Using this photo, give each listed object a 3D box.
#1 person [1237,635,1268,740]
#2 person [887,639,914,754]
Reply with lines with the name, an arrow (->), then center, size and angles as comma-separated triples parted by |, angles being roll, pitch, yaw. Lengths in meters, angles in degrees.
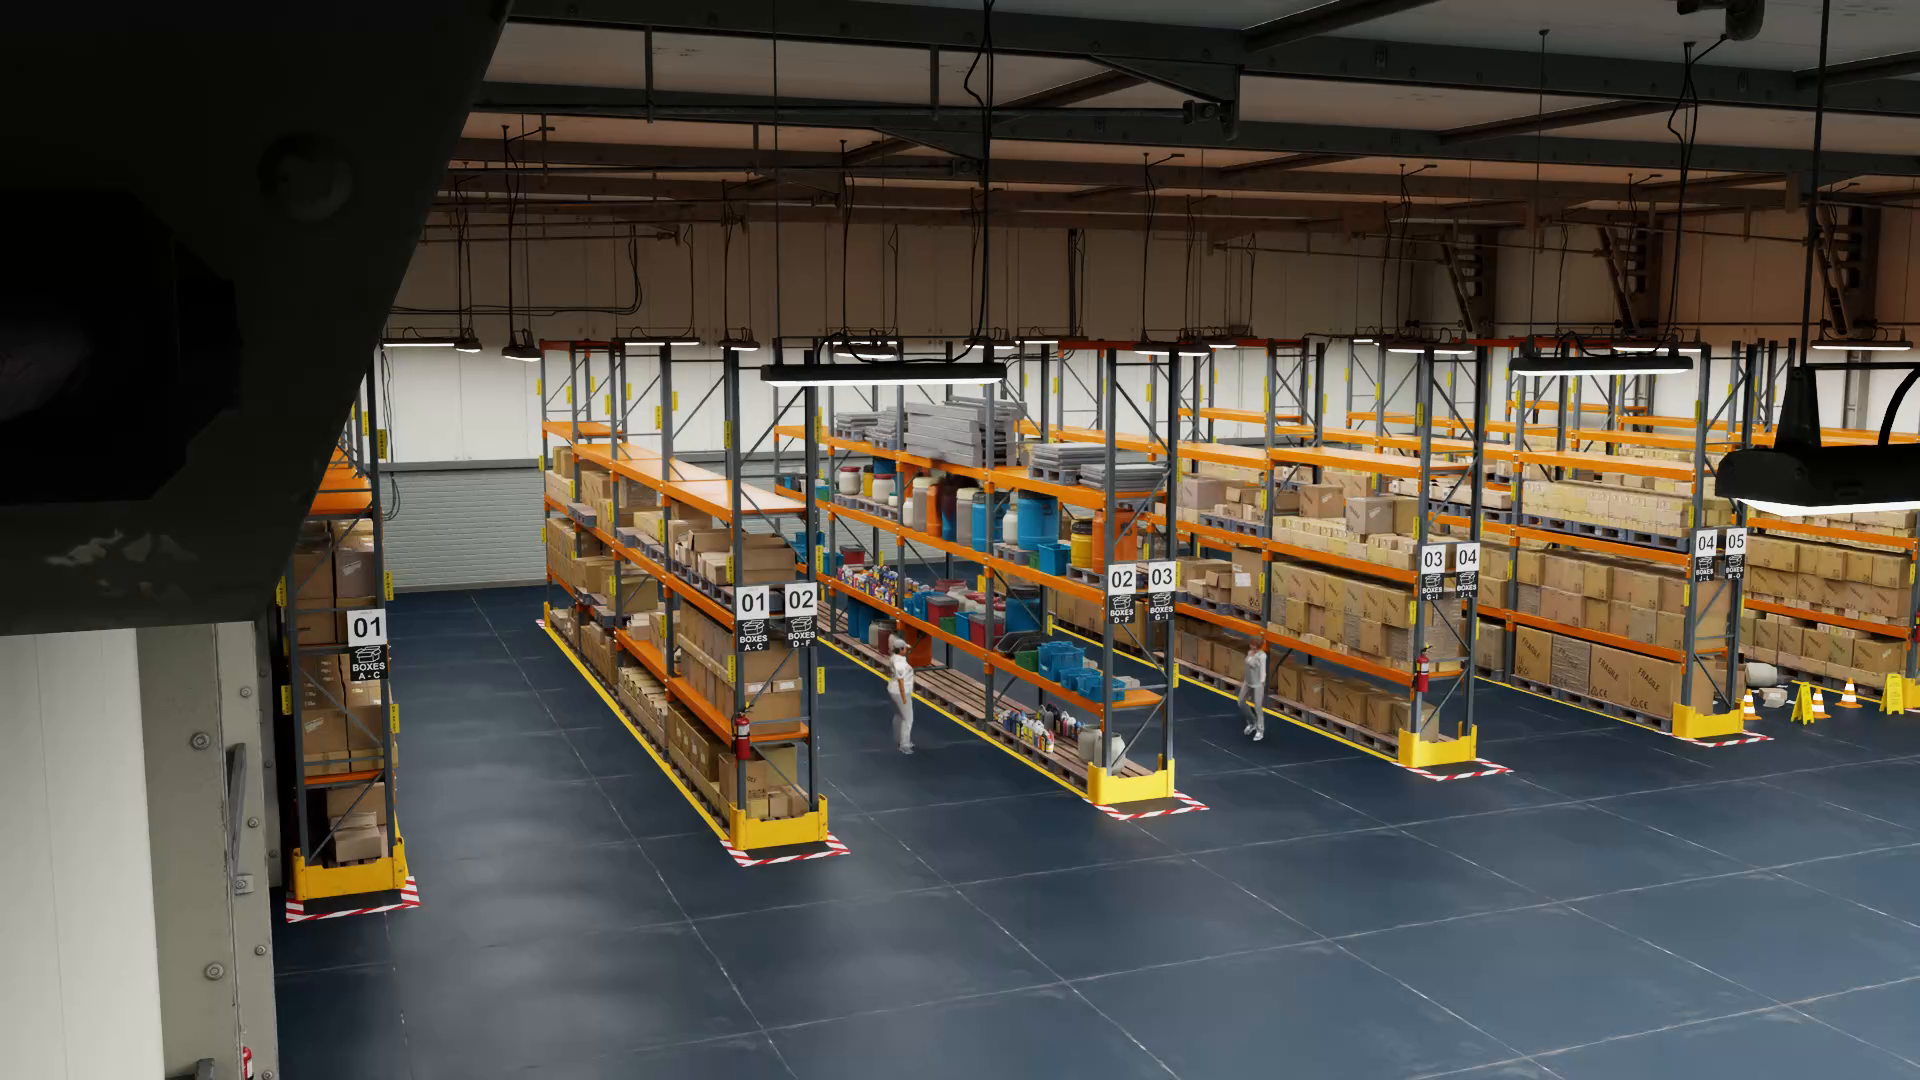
person -> 4.493, 2.288, 25.410 | 0.369, 1.494, 0.438 | -4, 8, -28
person -> -0.871, 2.332, 24.729 | 0.390, 1.739, 0.557 | -2, 8, -11
